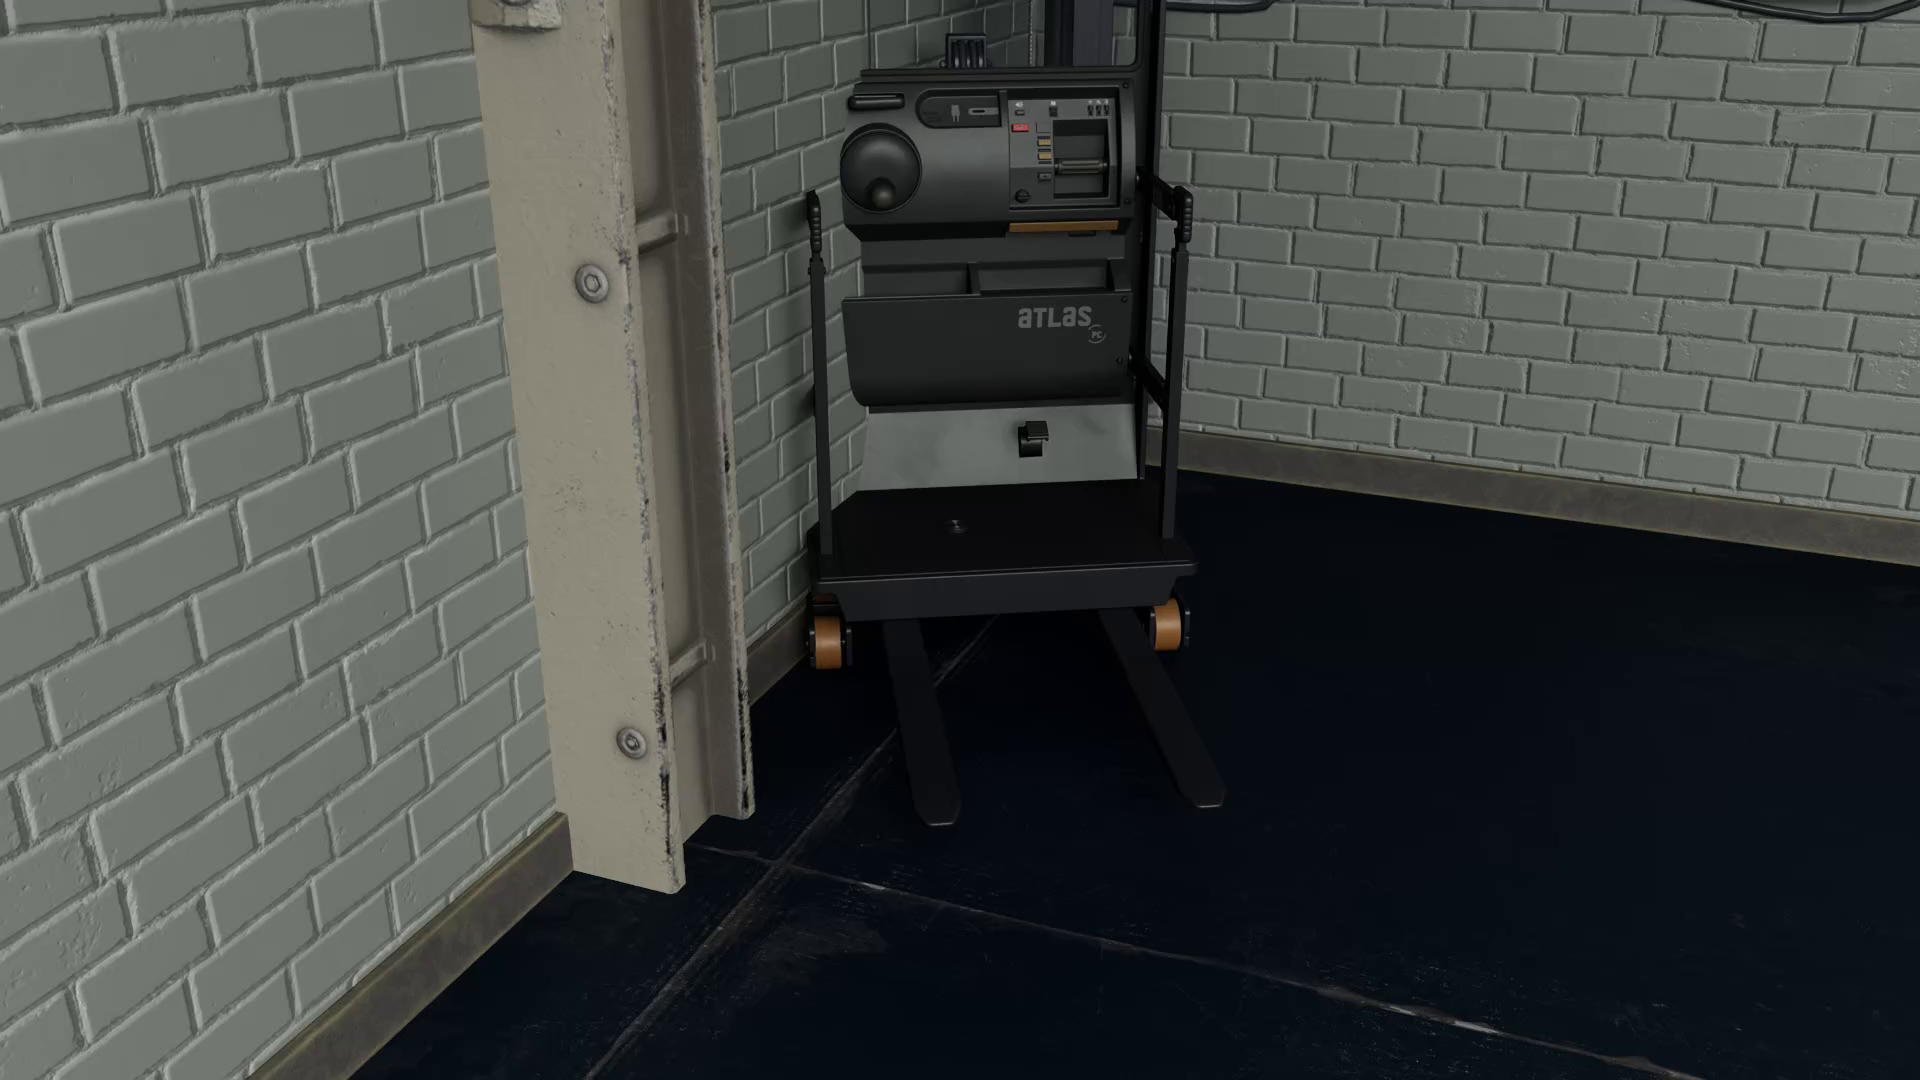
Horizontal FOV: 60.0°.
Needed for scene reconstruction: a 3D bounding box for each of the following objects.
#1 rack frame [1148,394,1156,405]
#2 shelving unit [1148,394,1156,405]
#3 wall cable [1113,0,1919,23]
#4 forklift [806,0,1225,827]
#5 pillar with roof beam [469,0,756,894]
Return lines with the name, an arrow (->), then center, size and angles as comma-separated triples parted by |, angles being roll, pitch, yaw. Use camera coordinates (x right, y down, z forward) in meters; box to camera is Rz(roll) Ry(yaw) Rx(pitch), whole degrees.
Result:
rack frame -> 0.613, -0.366, 6.404 | 1.500, 0.400, 0.023 | -18, 45, -32
shelving unit -> 0.402, -0.570, 6.623 | 1.500, 0.431, 0.755 | -18, 45, -32
wall cable -> 1.599, -2.866, 4.964 | 3.097, 2.526, 0.112 | 9, 24, 20
forklift -> 0.076, -1.113, 4.612 | 1.130, 2.935, 3.031 | -3, 23, -6
pillar with roof beam -> 3.274, -2.817, 0.819 | 9.100, 9.000, 0.400 | 9, 24, 20
